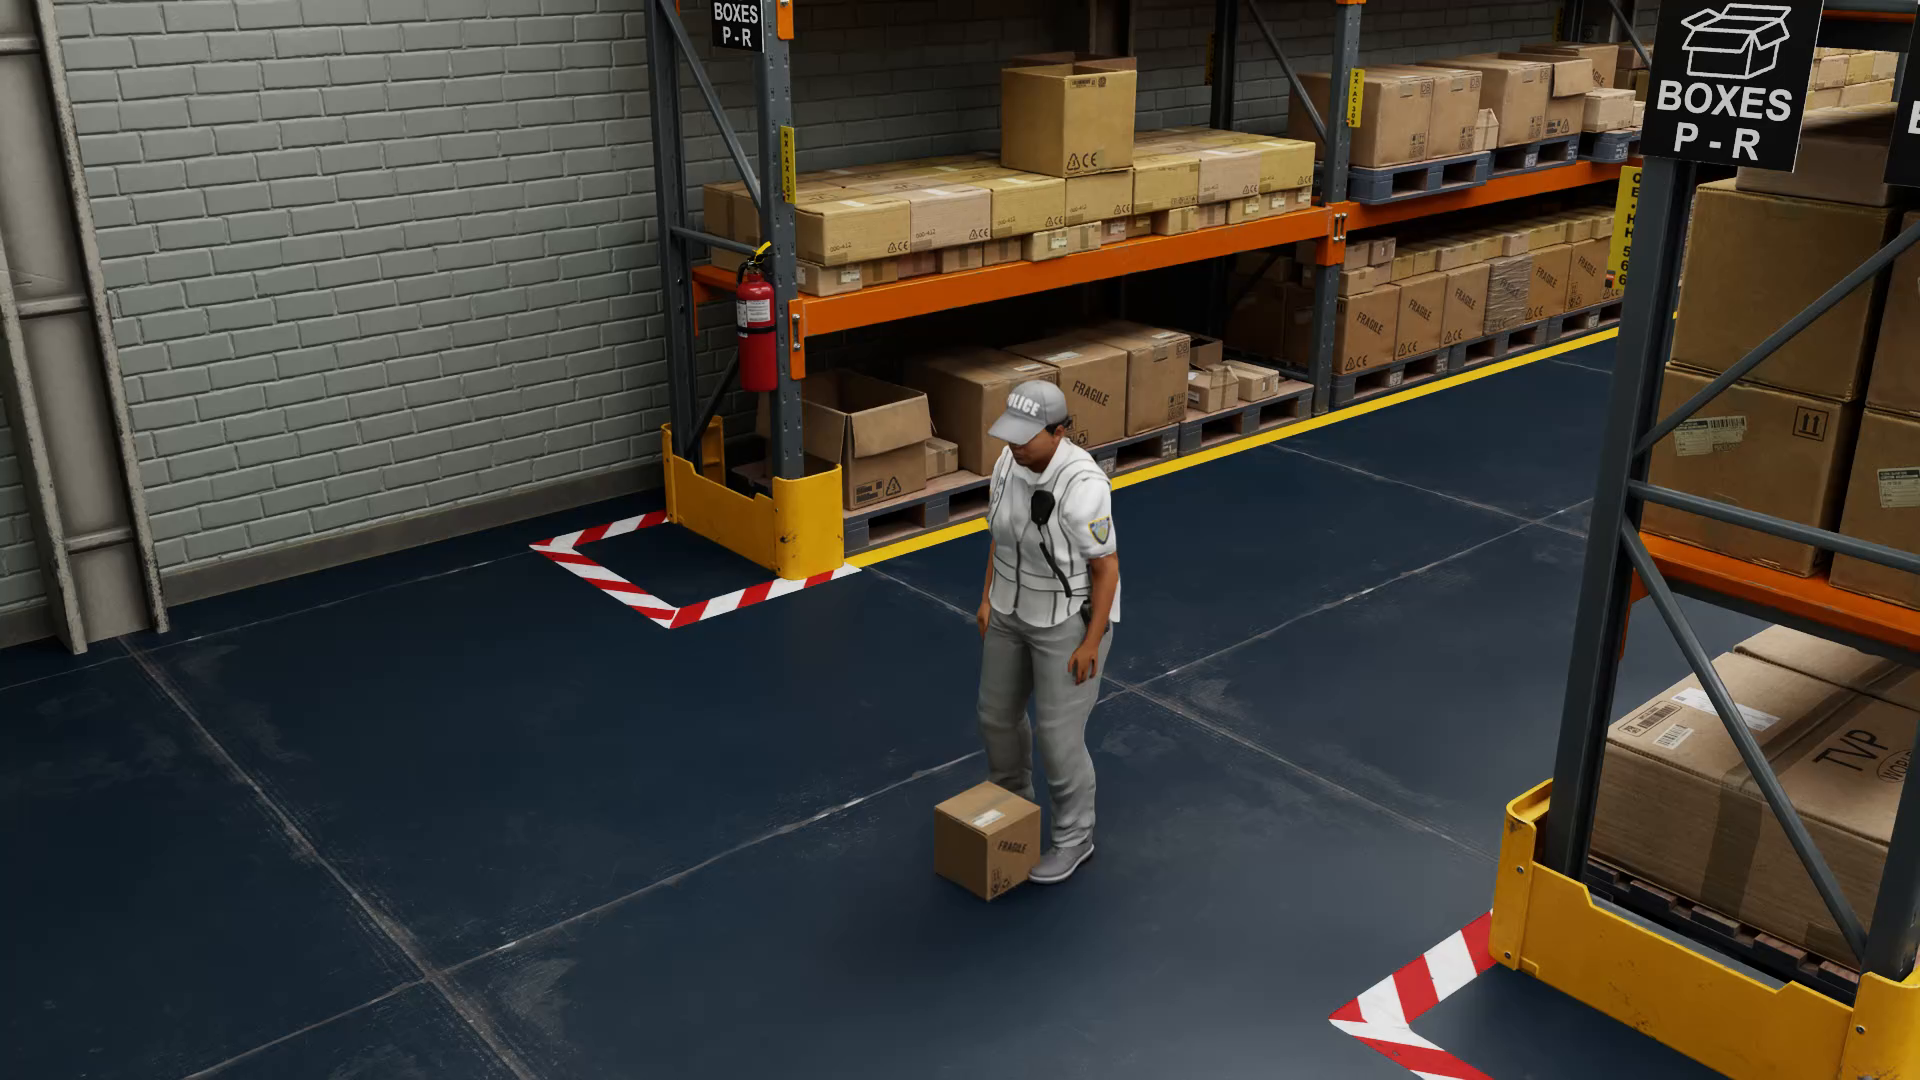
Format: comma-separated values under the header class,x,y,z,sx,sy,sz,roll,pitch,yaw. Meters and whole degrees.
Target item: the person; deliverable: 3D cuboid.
class,x,y,z,sx,sy,sz,roll,pitch,yaw
person,0.250,0.274,5.364,0.466,1.665,0.543,-18,28,-39
